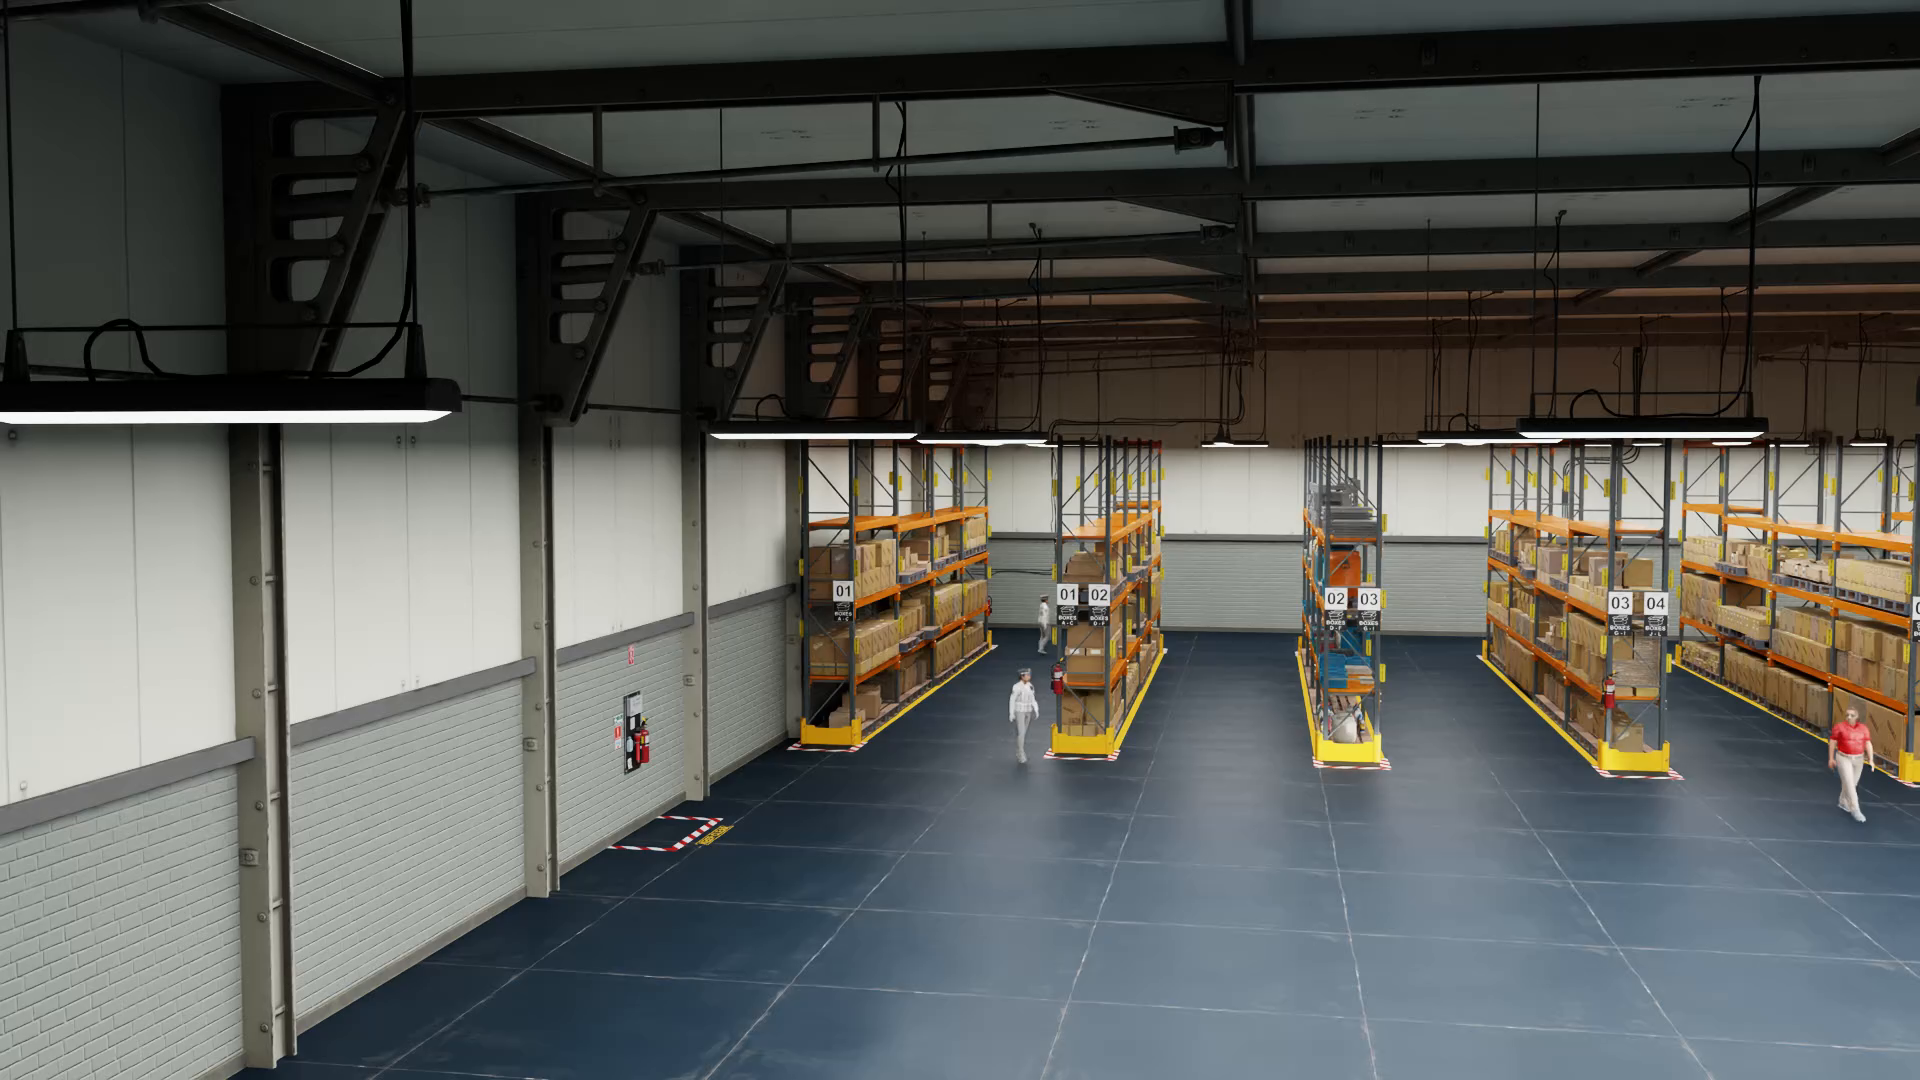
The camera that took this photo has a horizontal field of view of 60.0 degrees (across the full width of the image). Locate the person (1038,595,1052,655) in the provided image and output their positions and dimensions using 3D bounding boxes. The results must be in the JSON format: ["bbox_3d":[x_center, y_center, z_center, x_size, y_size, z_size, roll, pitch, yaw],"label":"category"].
[{"bbox_3d":[2.361,2.381,46.638,0.421,1.706,0.525,-1,3,-17],"label":"person"}]

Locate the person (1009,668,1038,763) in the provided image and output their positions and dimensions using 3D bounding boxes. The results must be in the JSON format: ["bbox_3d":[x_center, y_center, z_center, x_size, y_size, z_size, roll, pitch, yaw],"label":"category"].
[{"bbox_3d":[1.181,3.212,30.720,0.591,1.681,0.625,-3,4,-44],"label":"person"}]

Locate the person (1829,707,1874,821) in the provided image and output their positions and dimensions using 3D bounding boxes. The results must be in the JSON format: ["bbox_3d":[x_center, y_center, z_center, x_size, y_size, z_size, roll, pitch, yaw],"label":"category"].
[{"bbox_3d":[13.920,3.500,25.935,0.553,1.591,0.932,0,3,1],"label":"person"}]
